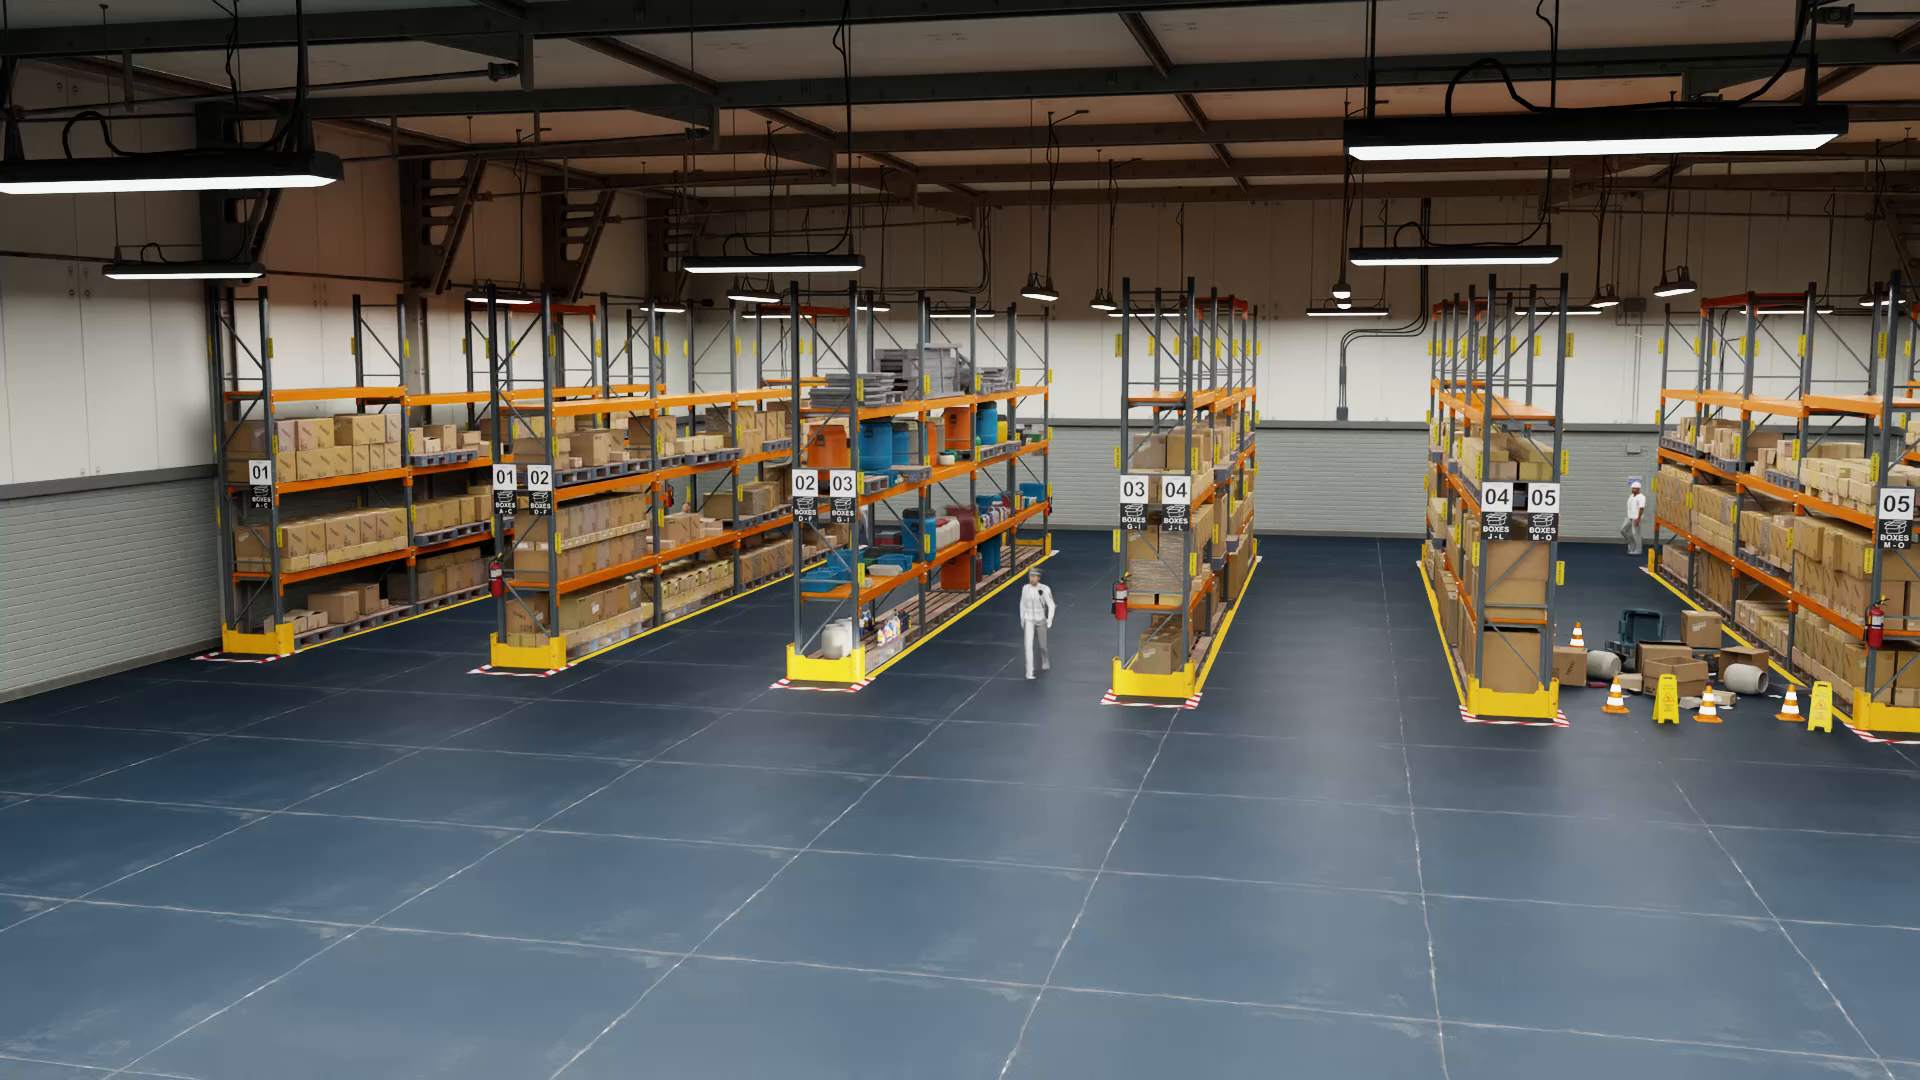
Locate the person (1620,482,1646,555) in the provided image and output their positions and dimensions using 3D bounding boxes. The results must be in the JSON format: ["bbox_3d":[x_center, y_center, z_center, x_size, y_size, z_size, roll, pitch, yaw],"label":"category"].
[{"bbox_3d":[16.335,-0.510,40.350,0.483,1.799,0.620,-1,7,-11],"label":"person"}]

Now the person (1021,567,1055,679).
[{"bbox_3d":[1.186,1.240,25.546,0.566,1.684,0.790,2,7,15],"label":"person"}]

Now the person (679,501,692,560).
[{"bbox_3d":[-6.153,-0.119,37.831,0.543,1.575,0.687,3,7,25],"label":"person"}]

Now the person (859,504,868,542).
[{"bbox_3d":[-2.517,-0.788,42.913,1.027,1.739,0.525,4,8,30],"label":"person"}]
